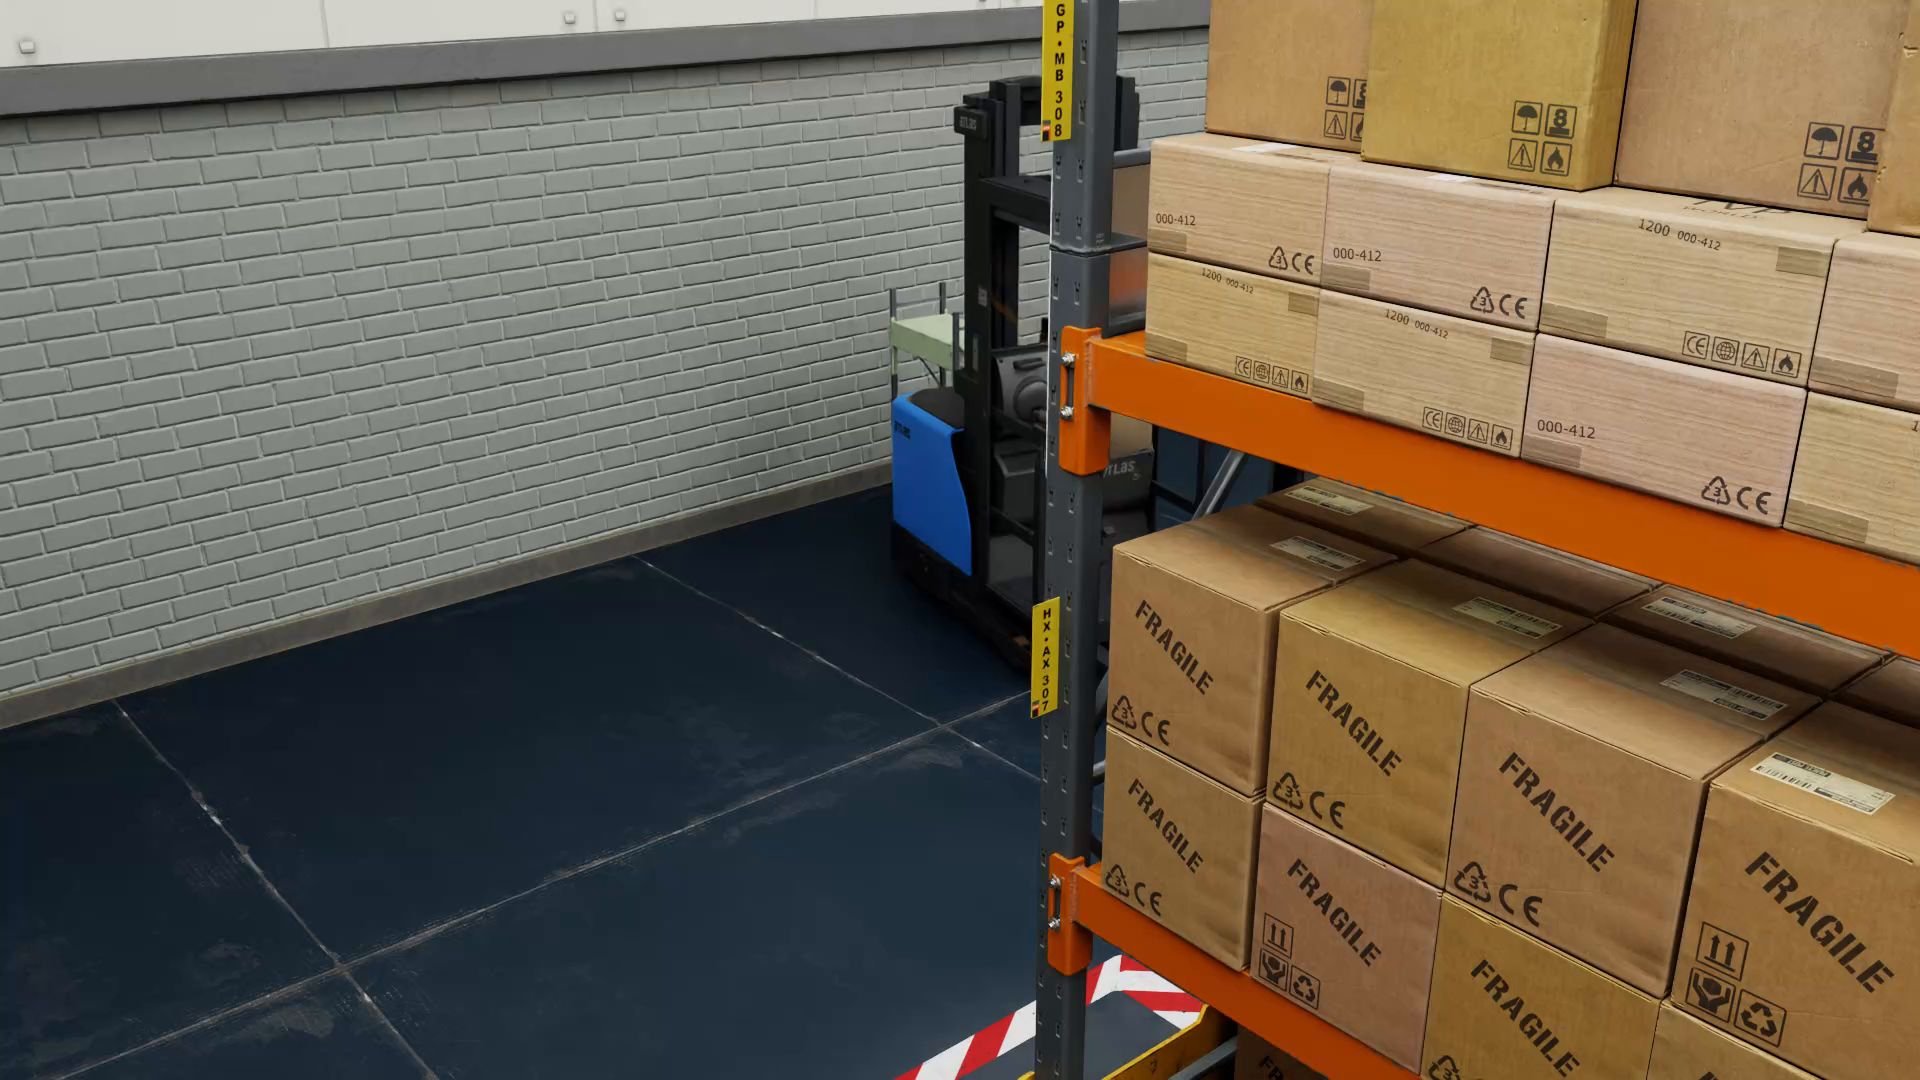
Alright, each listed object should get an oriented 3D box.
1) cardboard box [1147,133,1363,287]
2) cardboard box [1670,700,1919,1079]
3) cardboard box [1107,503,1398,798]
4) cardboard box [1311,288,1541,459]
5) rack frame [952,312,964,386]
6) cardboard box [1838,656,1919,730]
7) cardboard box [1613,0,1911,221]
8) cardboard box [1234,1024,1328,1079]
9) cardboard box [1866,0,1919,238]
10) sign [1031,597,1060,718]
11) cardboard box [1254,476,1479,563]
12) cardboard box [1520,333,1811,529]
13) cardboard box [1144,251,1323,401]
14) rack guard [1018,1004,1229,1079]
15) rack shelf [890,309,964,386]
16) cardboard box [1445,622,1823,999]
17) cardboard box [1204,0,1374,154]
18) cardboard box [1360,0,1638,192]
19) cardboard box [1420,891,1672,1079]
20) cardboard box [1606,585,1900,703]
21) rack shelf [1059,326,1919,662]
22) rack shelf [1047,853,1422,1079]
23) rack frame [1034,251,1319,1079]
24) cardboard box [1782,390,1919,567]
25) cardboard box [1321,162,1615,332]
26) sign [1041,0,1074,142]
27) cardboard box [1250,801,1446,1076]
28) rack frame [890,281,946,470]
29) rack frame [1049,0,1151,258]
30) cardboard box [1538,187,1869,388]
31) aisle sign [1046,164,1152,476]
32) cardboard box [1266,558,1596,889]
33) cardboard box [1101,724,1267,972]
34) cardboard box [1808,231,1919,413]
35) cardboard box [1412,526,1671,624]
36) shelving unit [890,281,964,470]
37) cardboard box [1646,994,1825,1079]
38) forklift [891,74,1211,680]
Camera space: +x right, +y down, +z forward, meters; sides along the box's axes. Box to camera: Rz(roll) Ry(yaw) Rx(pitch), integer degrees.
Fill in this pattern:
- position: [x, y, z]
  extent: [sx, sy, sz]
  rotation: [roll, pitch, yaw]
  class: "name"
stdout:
- position: [0.777, -0.771, 3.746]
  extent: [0.500, 0.250, 0.500]
  rotation: [-17, 27, -37]
  class: "cardboard box"
- position: [1.730, 0.681, 3.125]
  extent: [0.500, 0.500, 0.500]
  rotation: [-18, 28, -38]
  class: "cardboard box"
- position: [0.728, 0.258, 4.203]
  extent: [0.500, 0.500, 0.500]
  rotation: [-16, 27, -36]
  class: "cardboard box"
- position: [1.098, -0.398, 3.480]
  extent: [0.500, 0.250, 0.500]
  rotation: [-17, 27, -37]
  class: "cardboard box"
- position: [0.130, -0.678, 10.159]
  extent: [0.400, 1.500, 0.023]
  rotation: [-13, 25, -30]
  class: "rack frame"
- position: [2.145, 0.554, 3.449]
  extent: [0.500, 0.500, 0.500]
  rotation: [-16, 27, -36]
  class: "cardboard box"
- position: [1.656, -0.915, 3.085]
  extent: [0.700, 0.500, 0.500]
  rotation: [-17, 27, -37]
  class: "cardboard box"
- position: [1.180, 1.636, 5.019]
  extent: [0.500, 0.500, 0.500]
  rotation: [-17, 27, -37]
  class: "cardboard box"
- position: [1.912, -0.754, 2.676]
  extent: [0.700, 0.500, 0.500]
  rotation: [-17, 27, -37]
  class: "cardboard box"
- position: [0.227, 0.311, 4.389]
  extent: [0.100, 0.325, 0.005]
  rotation: [-17, 27, -37]
  class: "sign"
- position: [1.137, 0.131, 4.530]
  extent: [0.500, 0.500, 0.500]
  rotation: [-18, 28, -38]
  class: "cardboard box"
- position: [1.425, -0.260, 3.128]
  extent: [0.500, 0.250, 0.500]
  rotation: [-17, 27, -37]
  class: "cardboard box"
- position: [0.781, -0.539, 3.840]
  extent: [0.500, 0.250, 0.500]
  rotation: [-17, 27, -37]
  class: "cardboard box"
- position: [0.688, 1.770, 5.279]
  extent: [1.175, 0.500, 0.348]
  rotation: [-17, 27, -37]
  class: "rack guard"
- position: [-0.067, -1.154, 10.304]
  extent: [0.431, 0.370, 0.720]
  rotation: [-13, 25, -30]
  class: "rack shelf"
- position: [1.398, 0.540, 3.483]
  extent: [0.500, 0.500, 0.500]
  rotation: [-17, 27, -37]
  class: "cardboard box"
- position: [0.986, -1.186, 3.777]
  extent: [0.700, 0.500, 0.500]
  rotation: [-17, 27, -37]
  class: "cardboard box"
- position: [1.248, -1.027, 3.373]
  extent: [0.700, 0.500, 0.500]
  rotation: [-17, 27, -37]
  class: "cardboard box"
- position: [1.395, 1.005, 3.669]
  extent: [0.500, 0.500, 0.500]
  rotation: [-18, 27, -38]
  class: "cardboard box"
- position: [1.810, 0.412, 3.811]
  extent: [0.500, 0.500, 0.500]
  rotation: [-17, 27, -36]
  class: "cardboard box"
- position: [1.944, 0.076, 3.050]
  extent: [1.077, 0.370, 4.000]
  rotation: [-17, 27, -37]
  class: "rack shelf"
- position: [1.944, 1.473, 3.597]
  extent: [1.077, 0.370, 4.000]
  rotation: [-17, 27, -37]
  class: "rack shelf"
- position: [0.638, 0.585, 4.877]
  extent: [1.000, 3.000, 0.127]
  rotation: [-17, 27, -37]
  class: "rack frame"
- position: [1.757, -0.124, 2.779]
  extent: [0.500, 0.250, 0.500]
  rotation: [-17, 27, -37]
  class: "cardboard box"
- position: [1.098, -0.631, 3.389]
  extent: [0.500, 0.250, 0.500]
  rotation: [-17, 27, -37]
  class: "cardboard box"
- position: [0.227, -1.089, 3.841]
  extent: [0.100, 0.325, 0.005]
  rotation: [-17, 27, -37]
  class: "sign"
- position: [1.069, 0.865, 4.025]
  extent: [0.500, 0.500, 0.500]
  rotation: [-18, 28, -38]
  class: "cardboard box"
- position: [-0.264, -0.903, 10.734]
  extent: [0.400, 1.500, 0.023]
  rotation: [-13, 25, -30]
  class: "rack frame"
- position: [0.638, -2.208, 3.783]
  extent: [1.000, 3.000, 0.127]
  rotation: [-17, 27, -37]
  class: "rack frame"
- position: [1.429, -0.494, 3.040]
  extent: [0.500, 0.250, 0.500]
  rotation: [-17, 27, -37]
  class: "cardboard box"
- position: [0.371, -0.574, 4.273]
  extent: [0.394, 0.787, 0.004]
  rotation: [-17, 27, -37]
  class: "aisle sign"
- position: [1.075, 0.401, 3.839]
  extent: [0.500, 0.500, 0.500]
  rotation: [-17, 27, -37]
  class: "cardboard box"
- position: [0.728, 0.724, 4.386]
  extent: [0.500, 0.500, 0.500]
  rotation: [-17, 27, -36]
  class: "cardboard box"
- position: [1.752, -0.355, 2.685]
  extent: [0.500, 0.250, 0.500]
  rotation: [-17, 27, -37]
  class: "cardboard box"
- position: [1.468, 0.270, 4.174]
  extent: [0.500, 0.500, 0.500]
  rotation: [-17, 27, -36]
  class: "cardboard box"
- position: [-0.067, -0.791, 10.446]
  extent: [0.431, 1.500, 0.755]
  rotation: [-13, 25, -30]
  class: "shelving unit"
- position: [1.720, 1.143, 3.315]
  extent: [0.500, 0.500, 0.500]
  rotation: [-17, 27, -37]
  class: "cardboard box"
- position: [0.713, -0.816, 8.549]
  extent: [1.130, 2.935, 3.031]
  rotation: [-11, 24, -25]
  class: "forklift"
